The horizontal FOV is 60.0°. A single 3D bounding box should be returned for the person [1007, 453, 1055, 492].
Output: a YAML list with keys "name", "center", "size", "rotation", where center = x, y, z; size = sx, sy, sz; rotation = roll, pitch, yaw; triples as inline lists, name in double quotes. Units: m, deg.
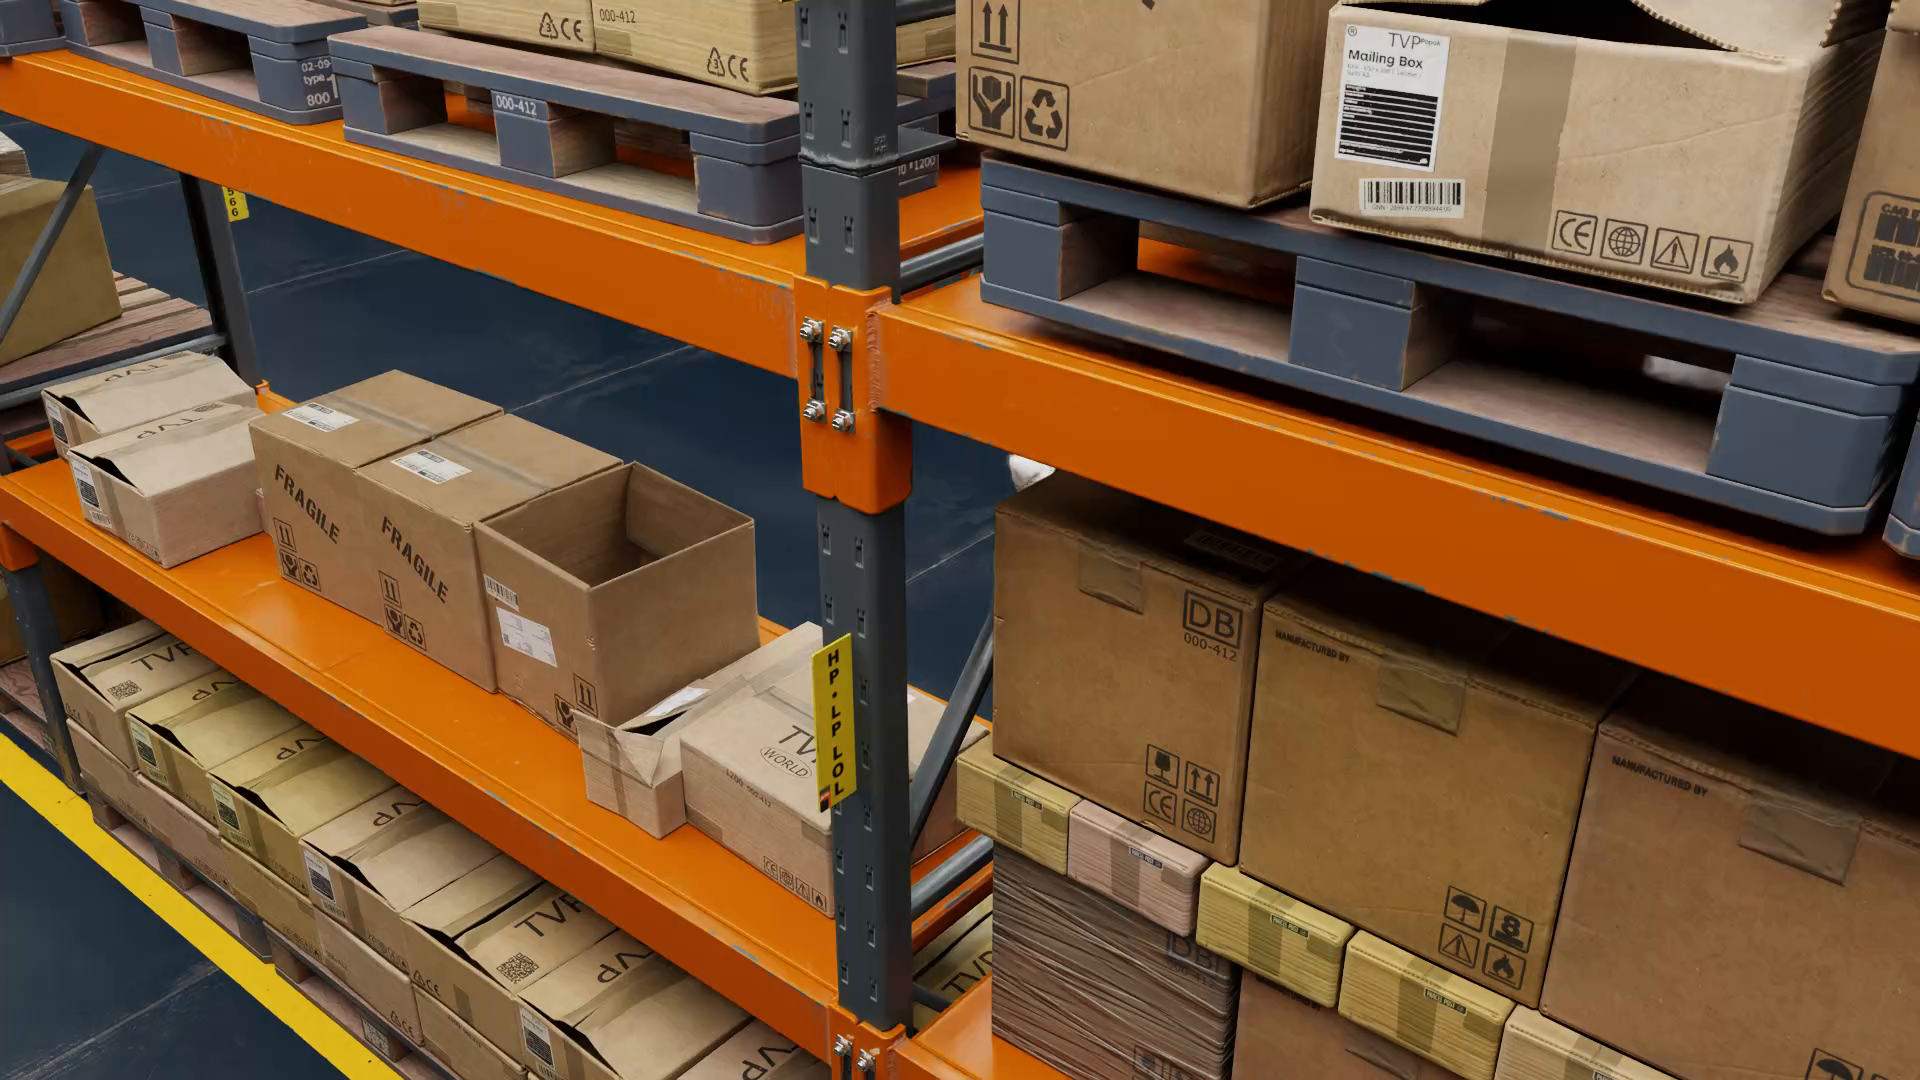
- name: "person"
  center: [0.409, 0.169, 5.803]
  size: [0.542, 1.663, 0.452]
  rotation: [20, 34, 34]
